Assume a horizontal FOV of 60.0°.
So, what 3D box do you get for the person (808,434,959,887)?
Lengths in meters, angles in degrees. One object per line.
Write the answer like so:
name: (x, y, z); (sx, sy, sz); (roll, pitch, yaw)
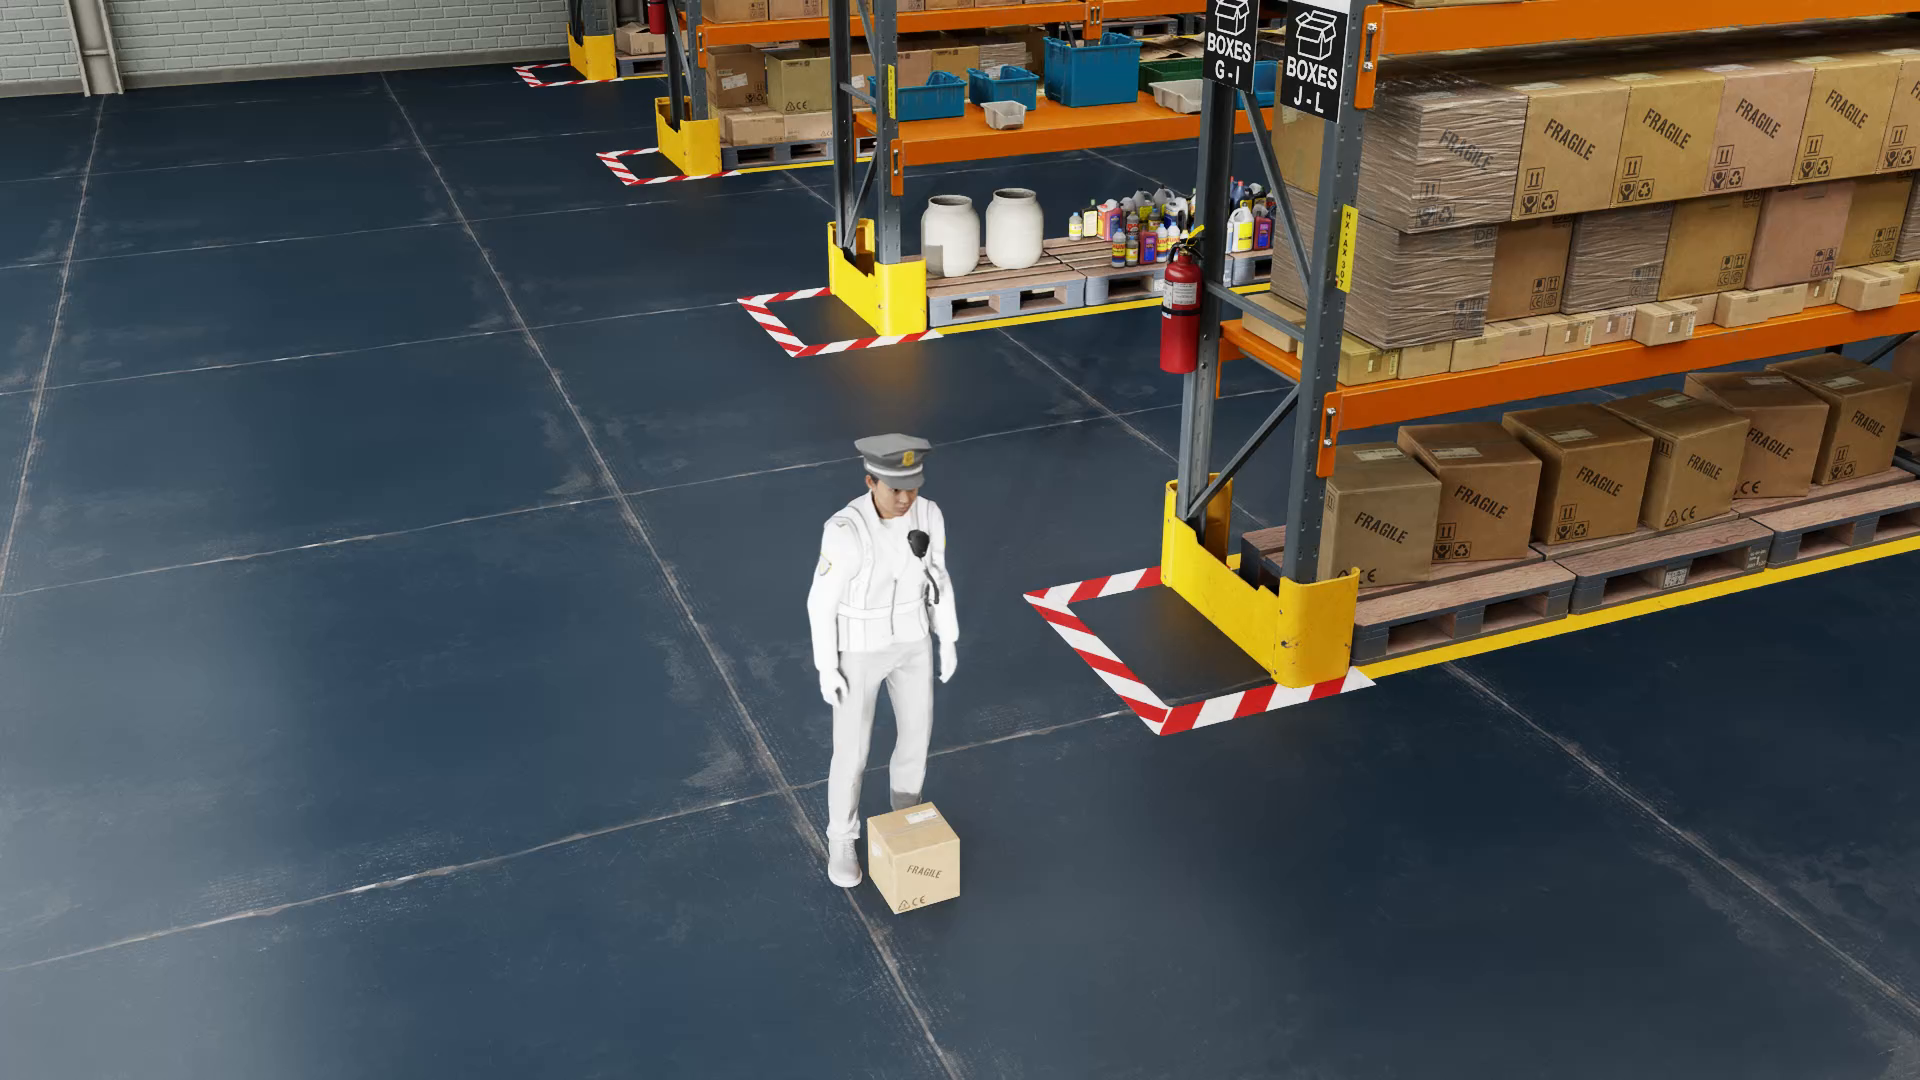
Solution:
person: (-0.257, 0.396, 5.797); (0.543, 1.665, 0.372); (-12, 28, -23)
